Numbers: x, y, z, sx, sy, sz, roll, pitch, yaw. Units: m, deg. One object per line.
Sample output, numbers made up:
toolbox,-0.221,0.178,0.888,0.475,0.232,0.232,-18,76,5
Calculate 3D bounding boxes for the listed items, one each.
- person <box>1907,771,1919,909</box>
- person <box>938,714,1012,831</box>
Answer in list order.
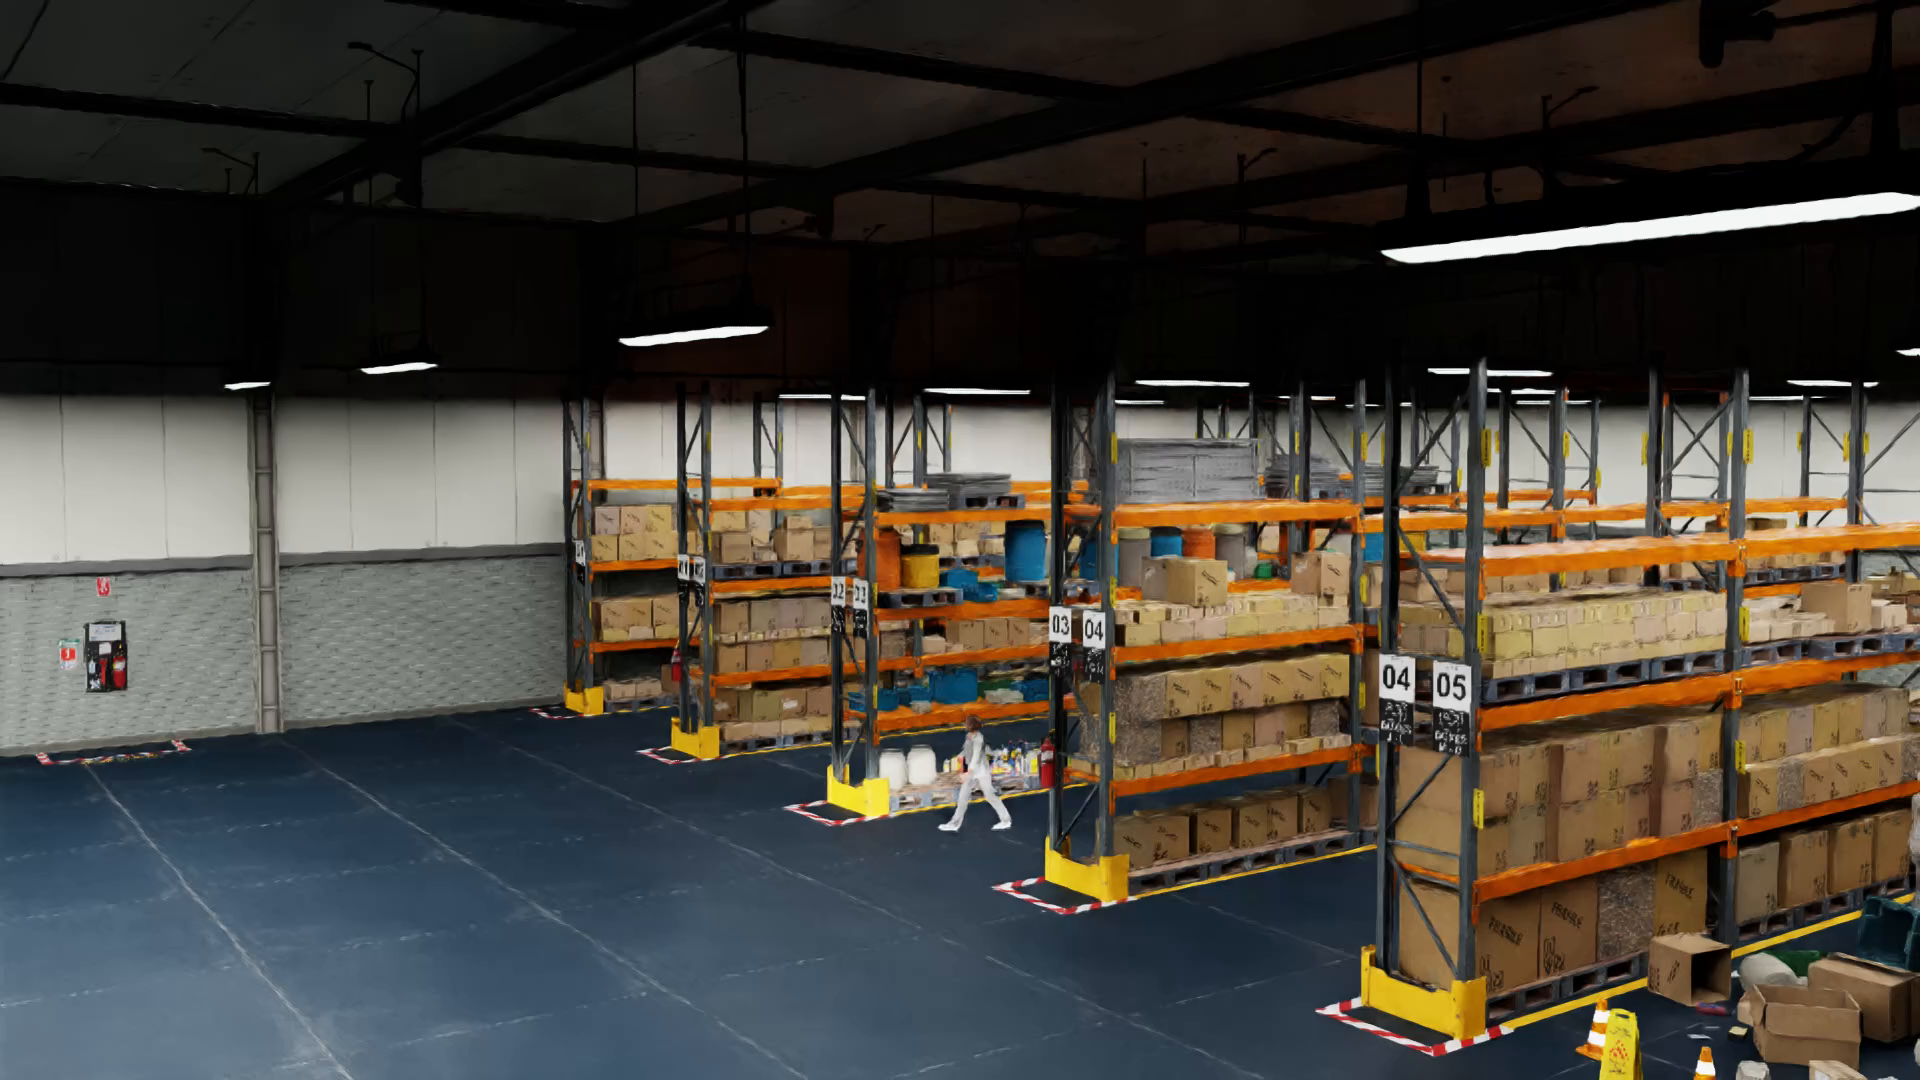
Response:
person,9.886,3.178,16.891,0.448,1.780,0.586,2,4,25
person,0.215,3.004,21.487,0.962,1.532,0.408,-2,4,-25
